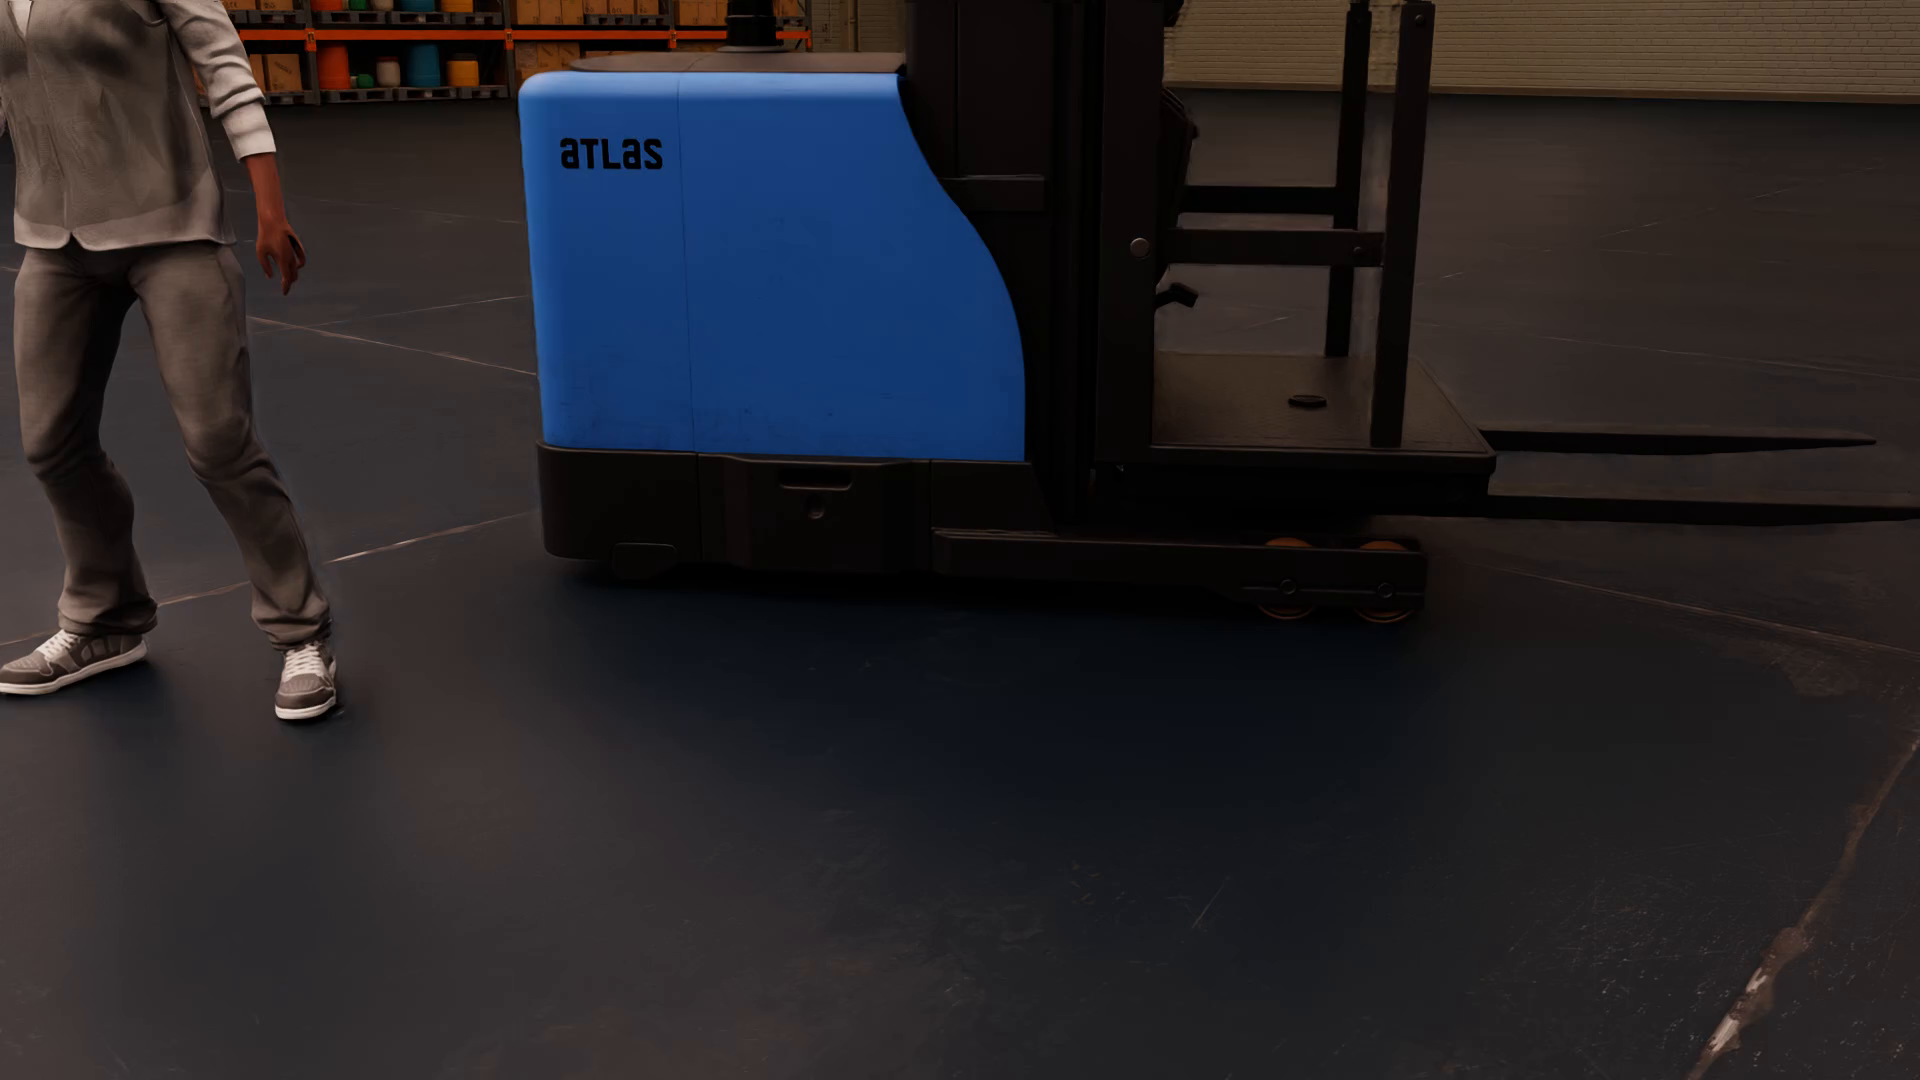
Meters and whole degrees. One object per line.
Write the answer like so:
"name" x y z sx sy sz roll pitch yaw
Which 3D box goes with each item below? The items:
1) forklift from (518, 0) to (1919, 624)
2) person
"forklift" 0.642 -1.396 3.494 3.031 2.935 1.130 2 17 6
"person" -1.436 -0.482 2.839 0.696 1.571 0.314 3 17 11
